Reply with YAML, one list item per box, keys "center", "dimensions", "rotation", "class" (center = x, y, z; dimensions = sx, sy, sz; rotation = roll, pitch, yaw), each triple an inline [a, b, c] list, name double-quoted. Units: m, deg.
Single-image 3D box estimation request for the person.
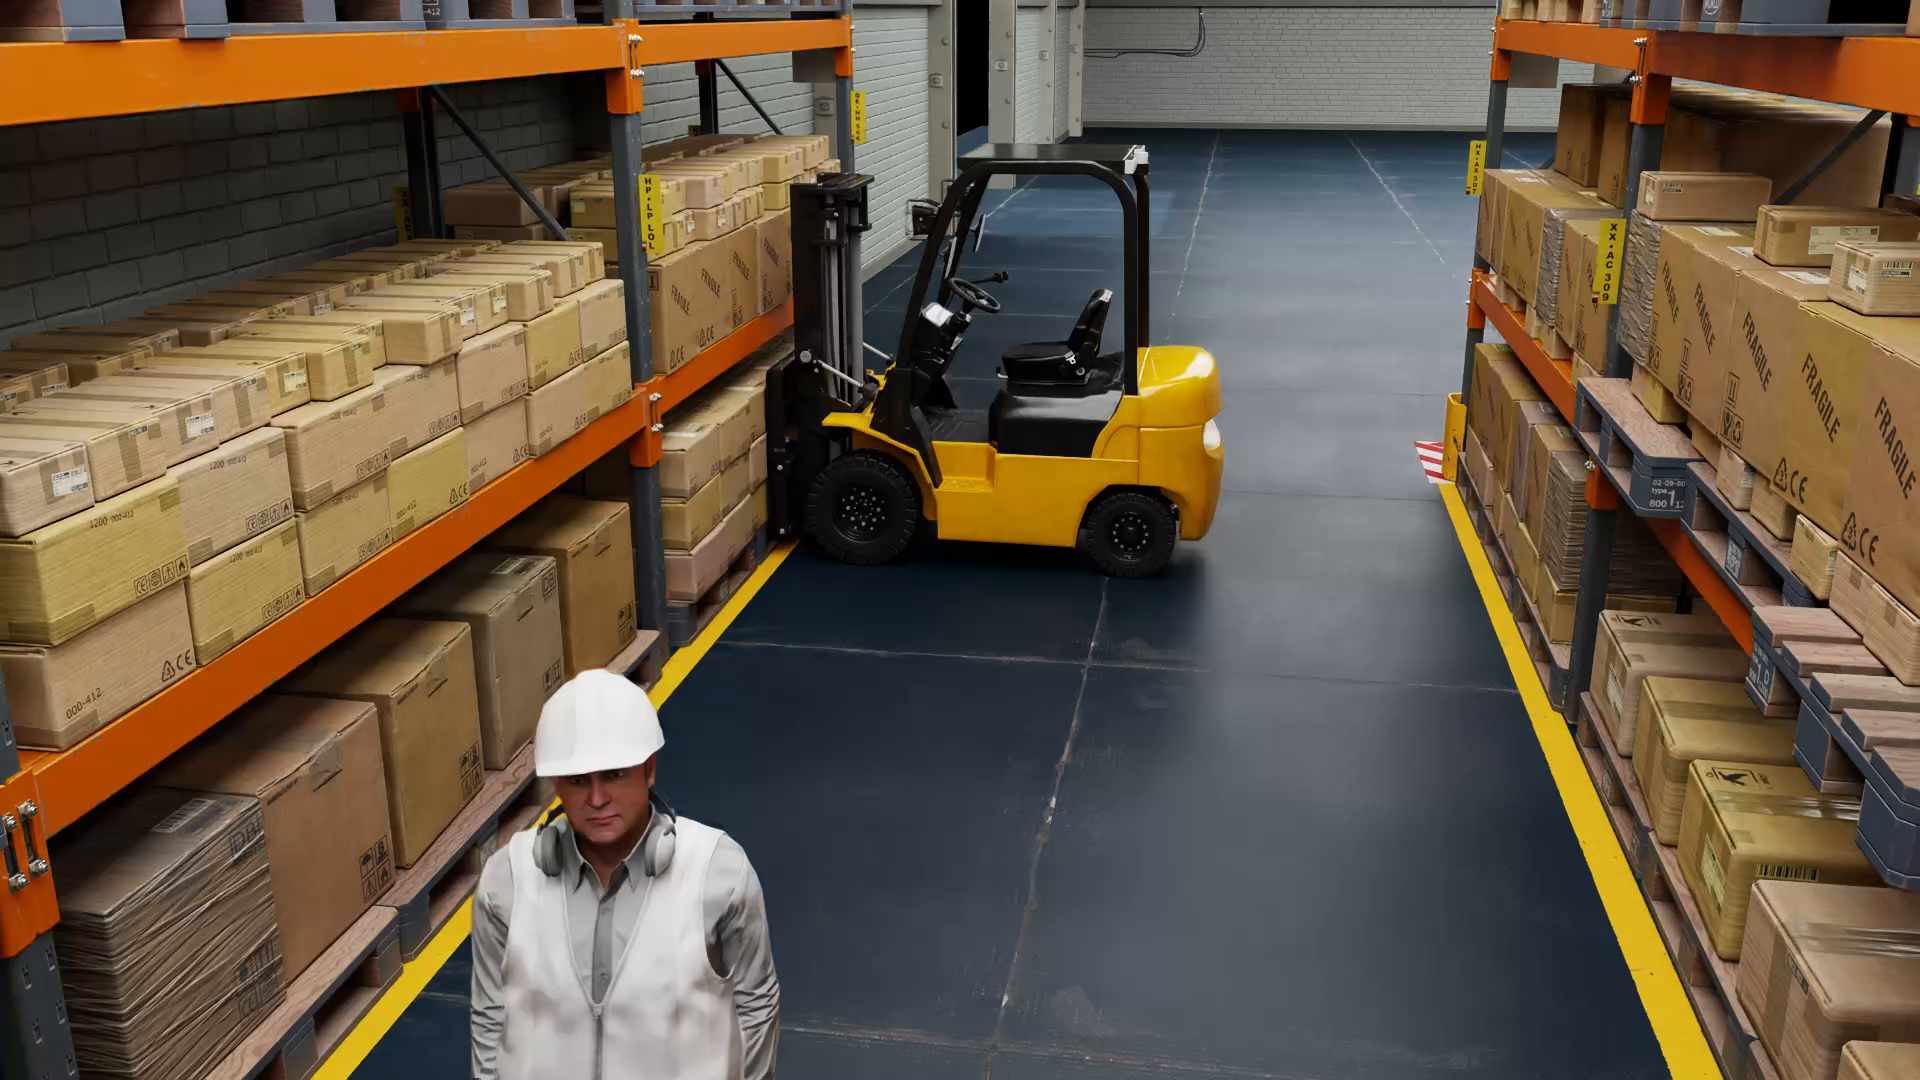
- center: [-0.606, 1.108, 3.003]
  dimensions: [0.546, 1.789, 0.460]
  rotation: [0, 18, 1]
  class: "person"
